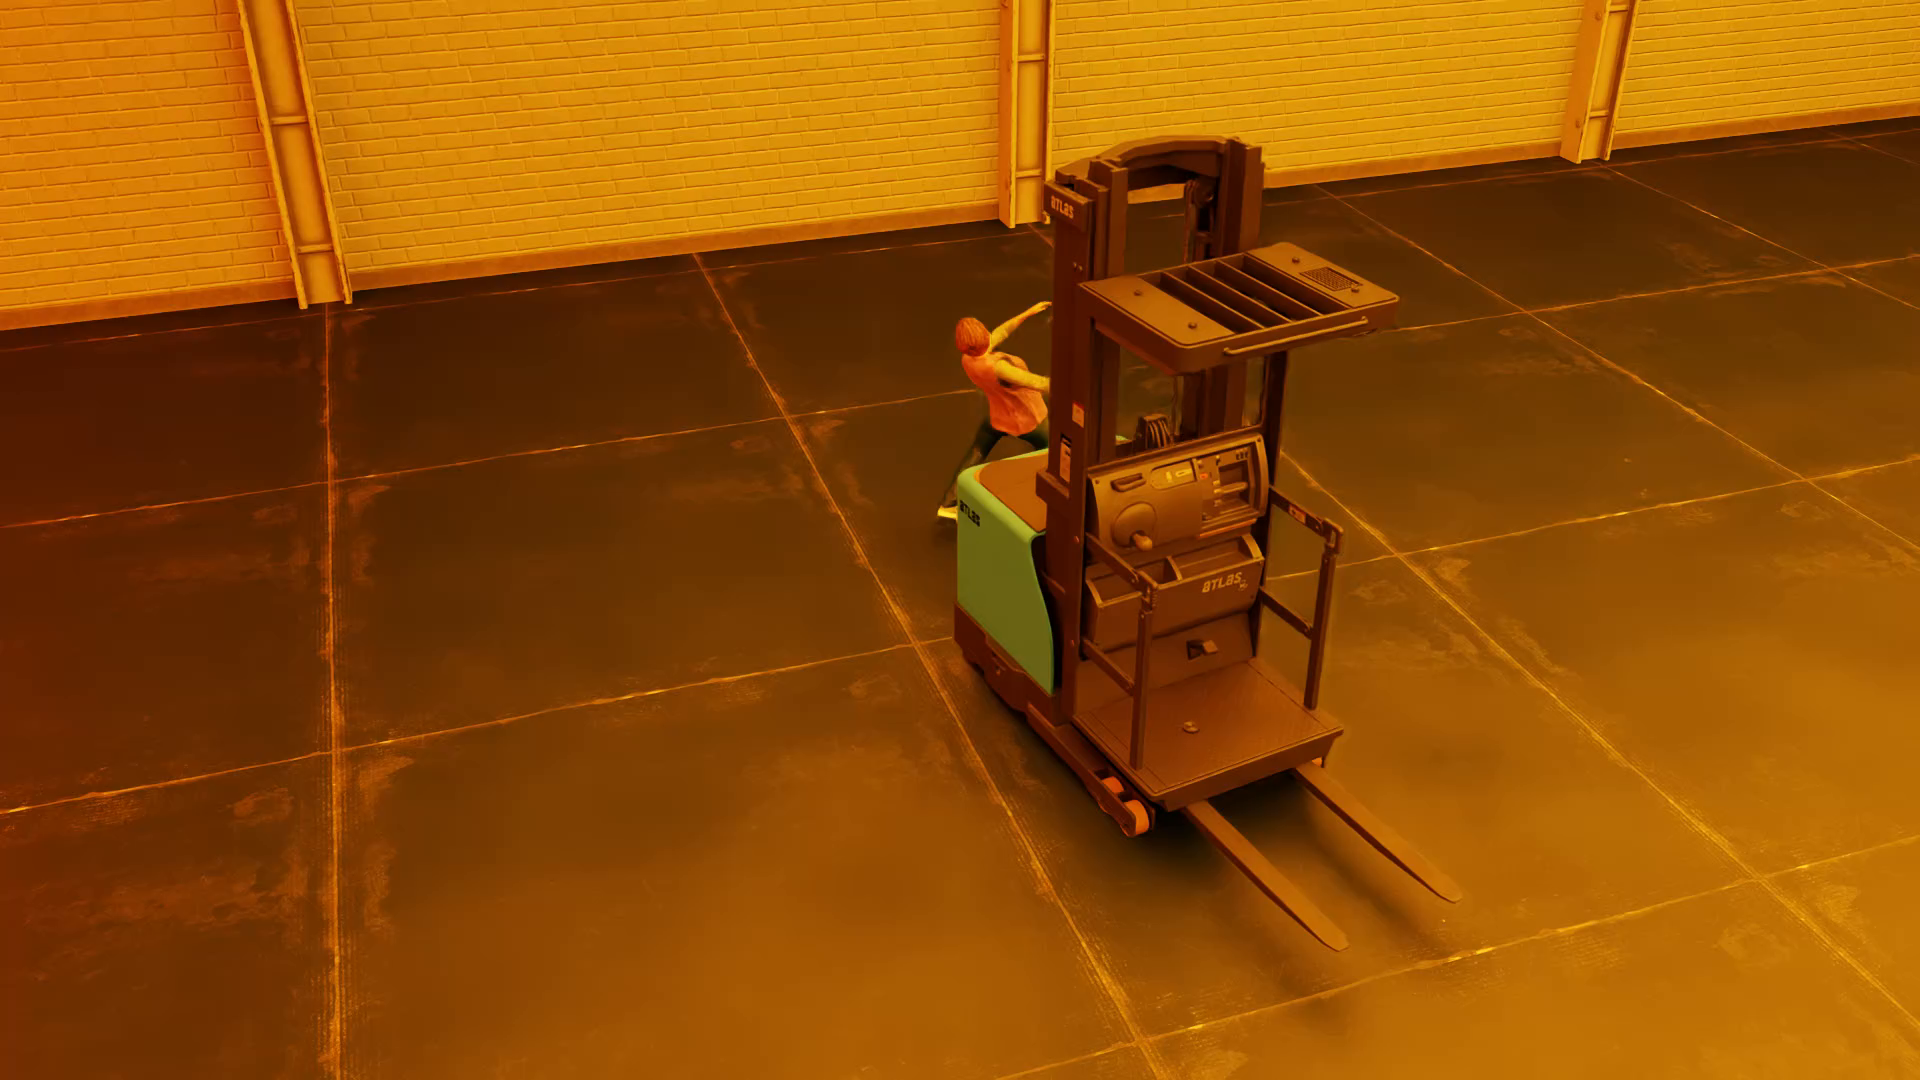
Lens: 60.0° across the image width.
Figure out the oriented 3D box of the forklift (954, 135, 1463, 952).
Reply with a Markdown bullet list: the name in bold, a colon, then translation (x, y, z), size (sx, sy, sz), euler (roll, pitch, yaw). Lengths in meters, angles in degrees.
- **forklift**: translation (1.105, -0.164, 7.372), size (1.130, 2.935, 3.031), euler (-15, 33, -24)

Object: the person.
- **person**: translation (0.397, -0.667, 9.790), size (0.892, 1.380, 0.710), euler (18, 35, 29)
